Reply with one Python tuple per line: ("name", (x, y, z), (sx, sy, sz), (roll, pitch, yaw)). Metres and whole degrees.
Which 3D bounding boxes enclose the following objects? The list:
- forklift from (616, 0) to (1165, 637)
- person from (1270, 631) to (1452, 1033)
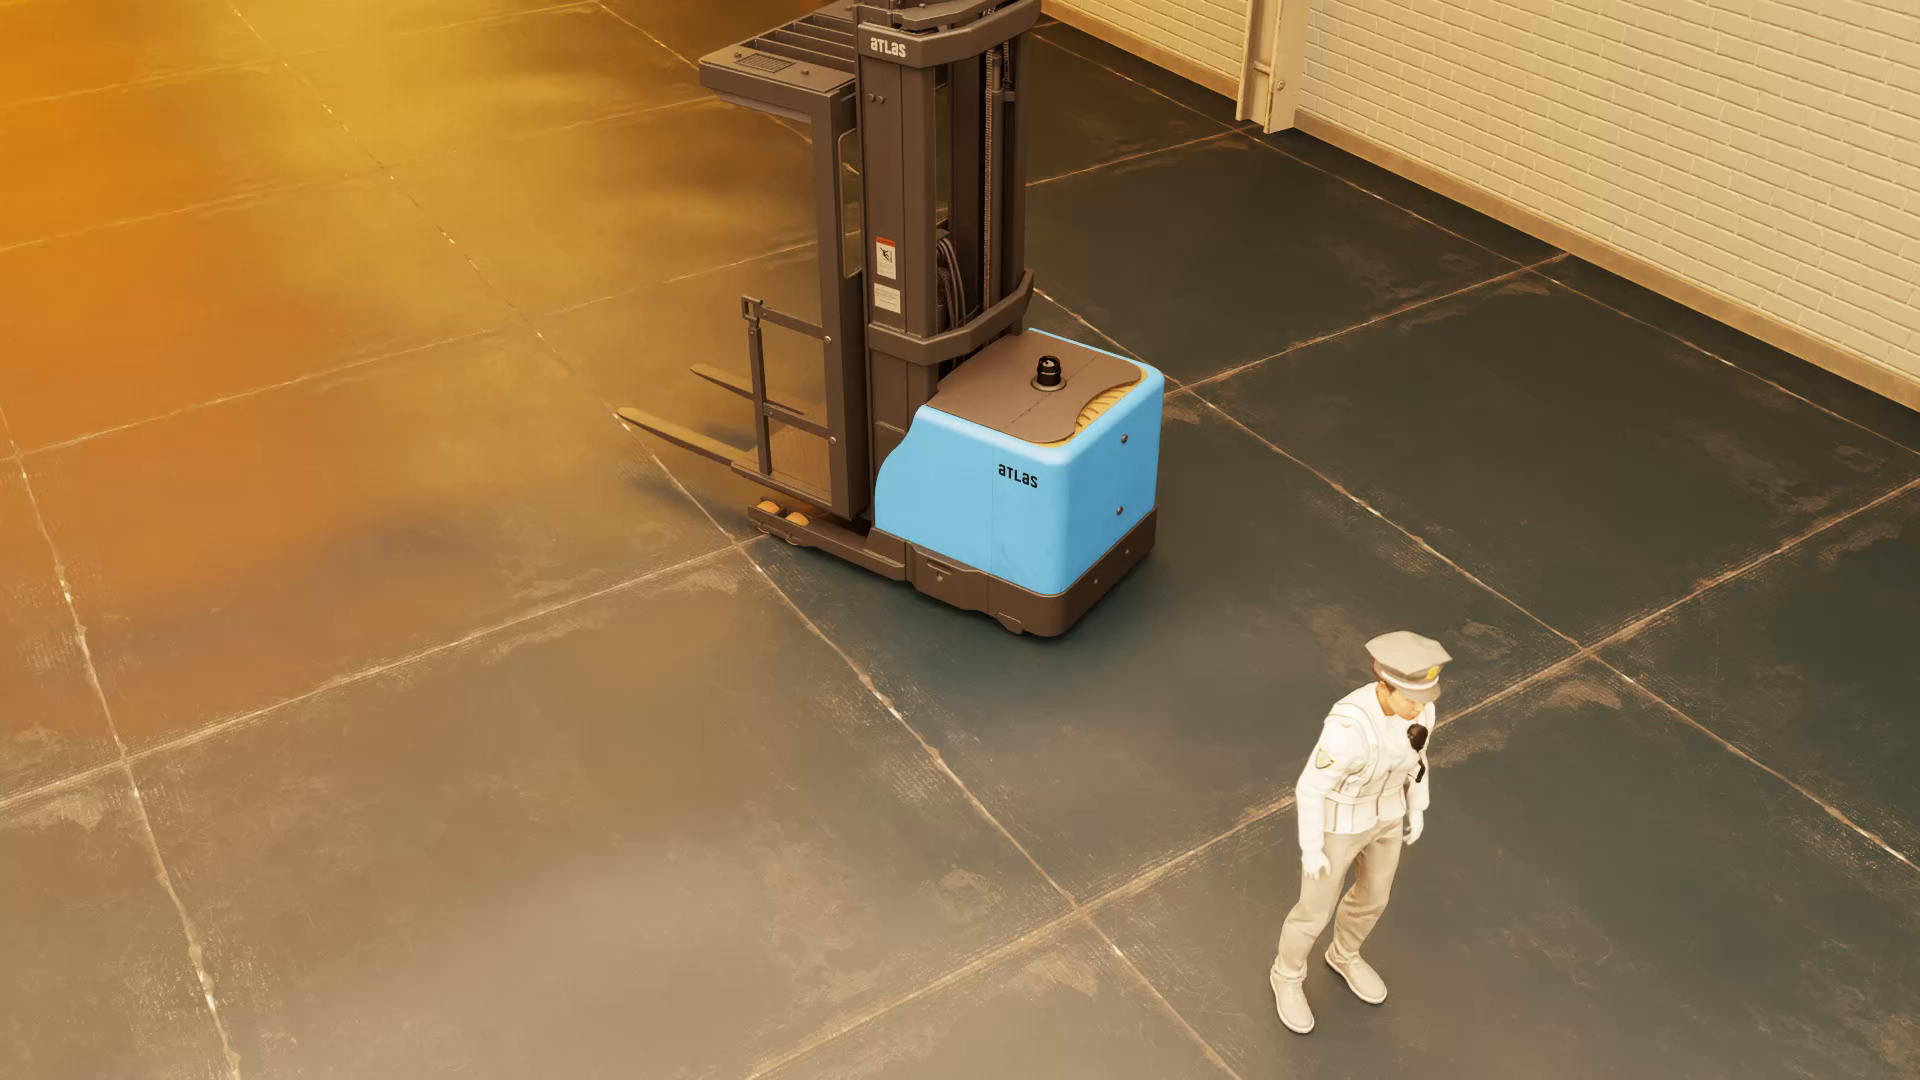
("forklift", (-0.500, -1.399, 8.138), (3.031, 2.935, 1.130), (22, 41, 28))
("person", (1.402, 0.998, 5.830), (0.543, 1.665, 0.372), (-16, 38, -21))
